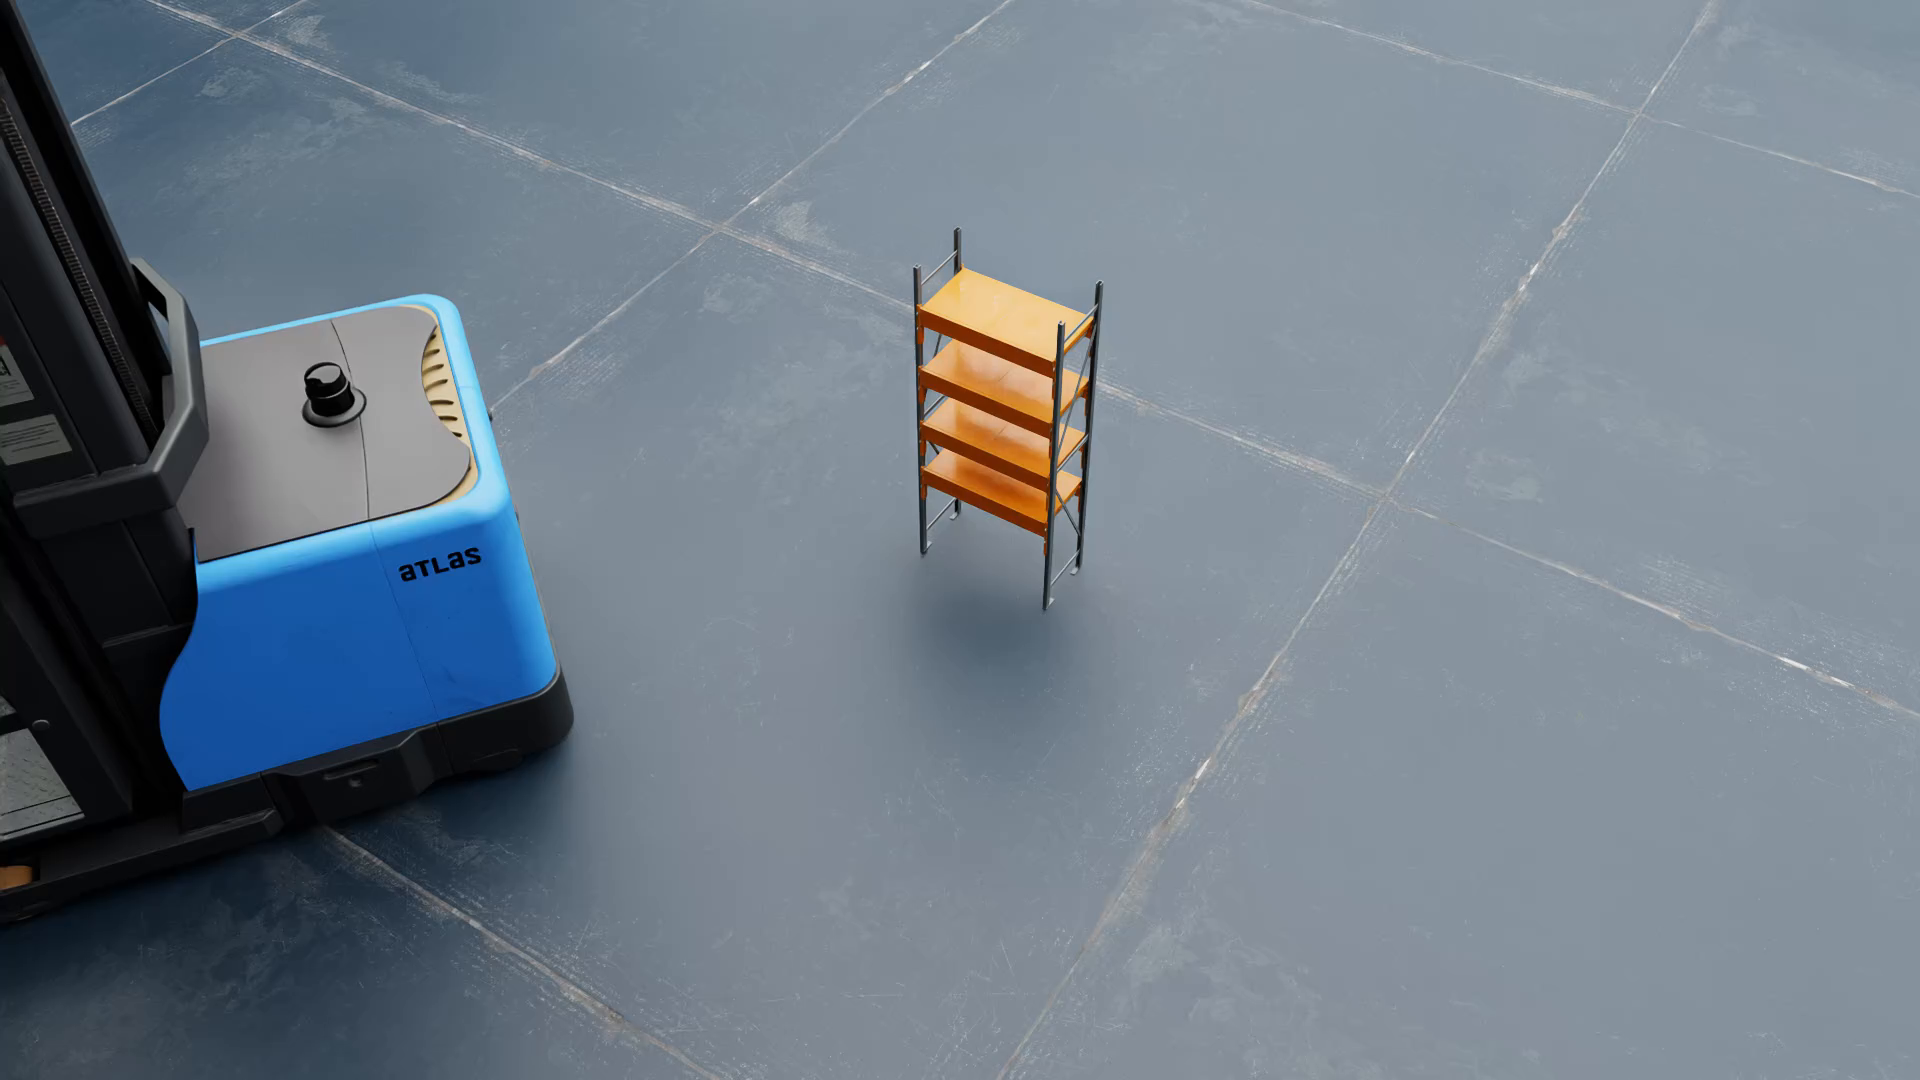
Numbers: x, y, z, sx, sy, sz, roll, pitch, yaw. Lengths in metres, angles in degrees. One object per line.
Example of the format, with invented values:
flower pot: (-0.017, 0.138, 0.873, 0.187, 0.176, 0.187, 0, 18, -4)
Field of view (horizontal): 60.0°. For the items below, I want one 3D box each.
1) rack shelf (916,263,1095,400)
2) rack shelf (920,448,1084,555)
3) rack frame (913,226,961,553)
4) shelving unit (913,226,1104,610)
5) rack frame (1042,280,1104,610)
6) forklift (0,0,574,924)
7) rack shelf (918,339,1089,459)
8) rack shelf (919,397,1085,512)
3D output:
rack shelf: (0.139, -0.628, 4.976, 0.480, 0.148, 0.258, 25, 51, 22)
rack shelf: (0.139, -0.169, 5.448, 0.480, 0.148, 0.258, 25, 51, 22)
rack frame: (-0.066, -0.449, 5.349, 0.015, 1.200, 0.240, 25, 51, 22)
shelving unit: (0.139, -0.354, 5.257, 0.503, 1.200, 0.258, 25, 51, 22)
rack frame: (0.345, -0.260, 5.166, 0.015, 1.200, 0.240, 25, 51, 22)
forklift: (-2.757, -0.327, 4.024, 3.031, 2.935, 1.130, -15, 48, -15)
rack shelf: (0.139, -0.463, 5.145, 0.480, 0.148, 0.258, 25, 51, 22)
rack shelf: (0.139, -0.307, 5.306, 0.480, 0.148, 0.258, 25, 51, 22)
